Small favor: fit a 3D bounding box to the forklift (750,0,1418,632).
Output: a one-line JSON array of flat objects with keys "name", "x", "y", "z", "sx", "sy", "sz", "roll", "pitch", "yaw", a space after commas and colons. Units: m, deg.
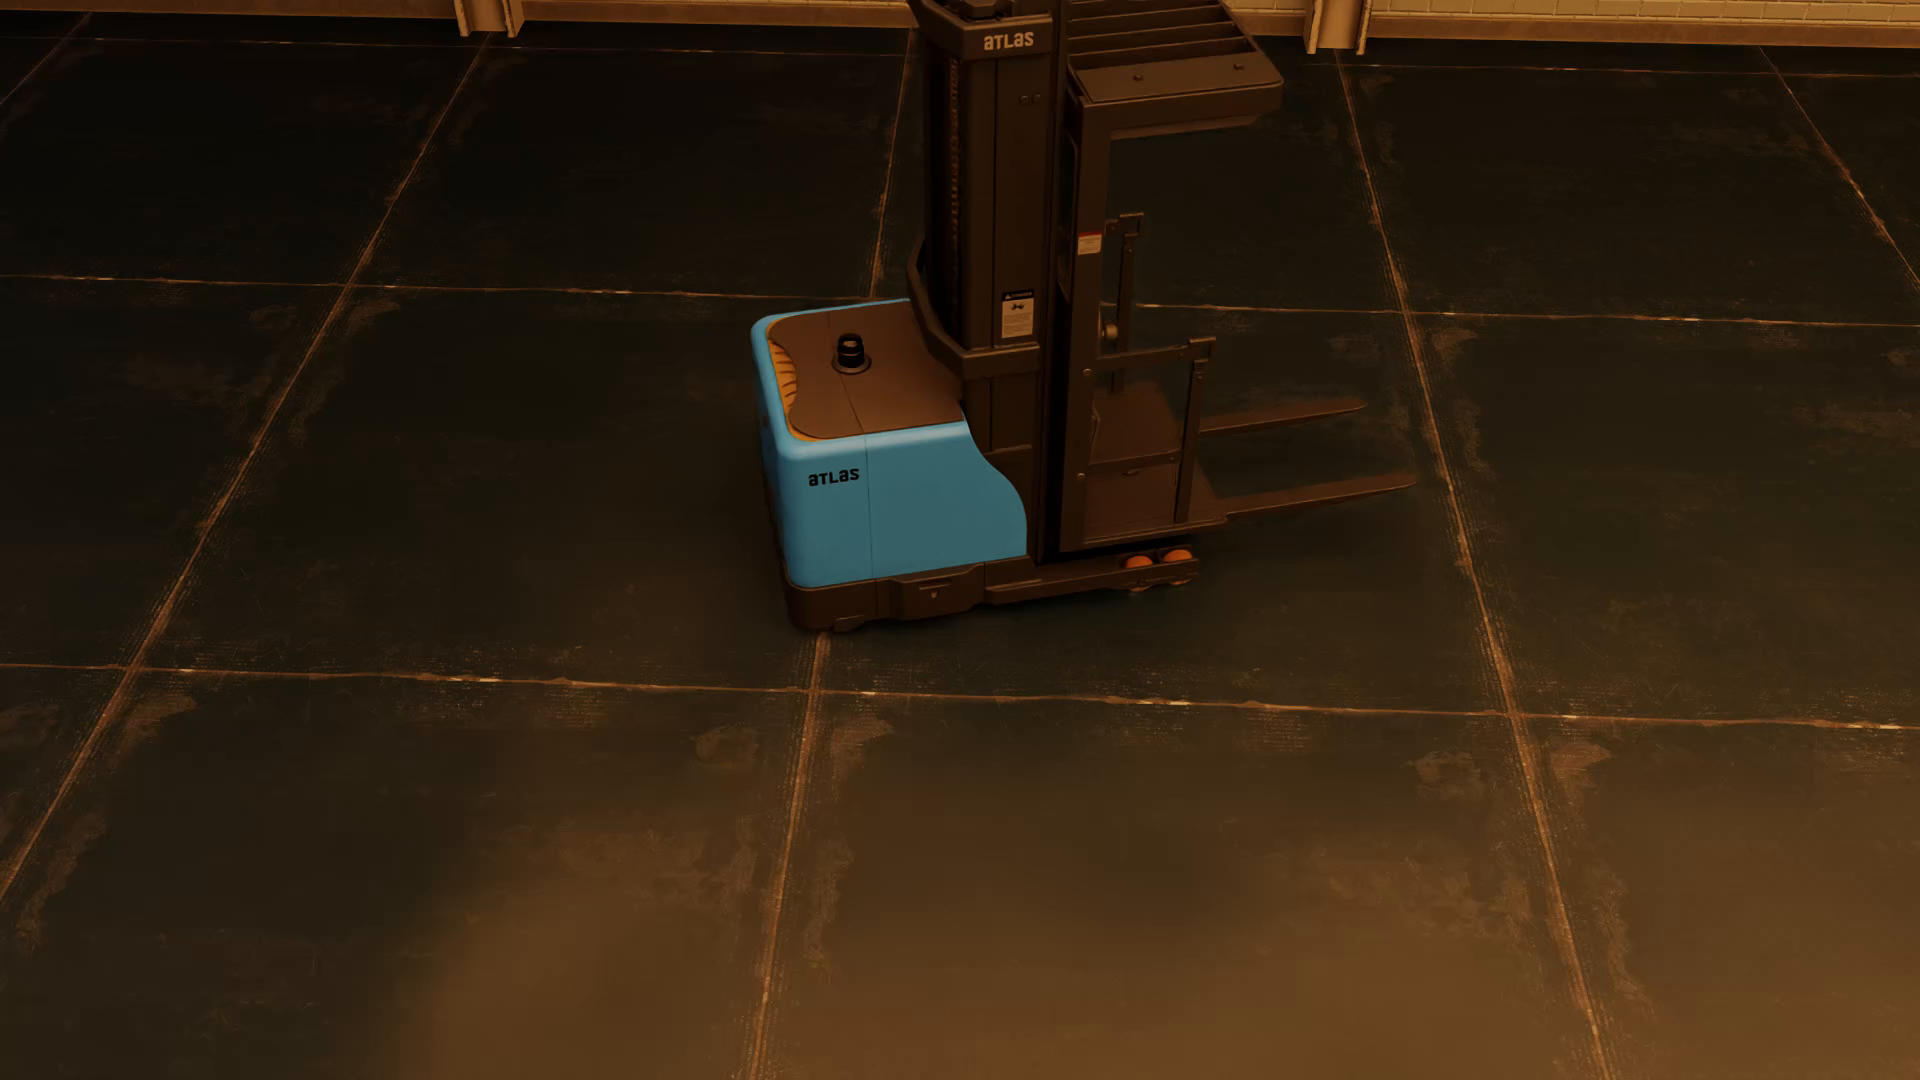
[{"name": "forklift", "x": 0.624, "y": -1.188, "z": 7.043, "sx": 3.031, "sy": 2.935, "sz": 1.130, "roll": -9, "pitch": 43, "yaw": -9}]
